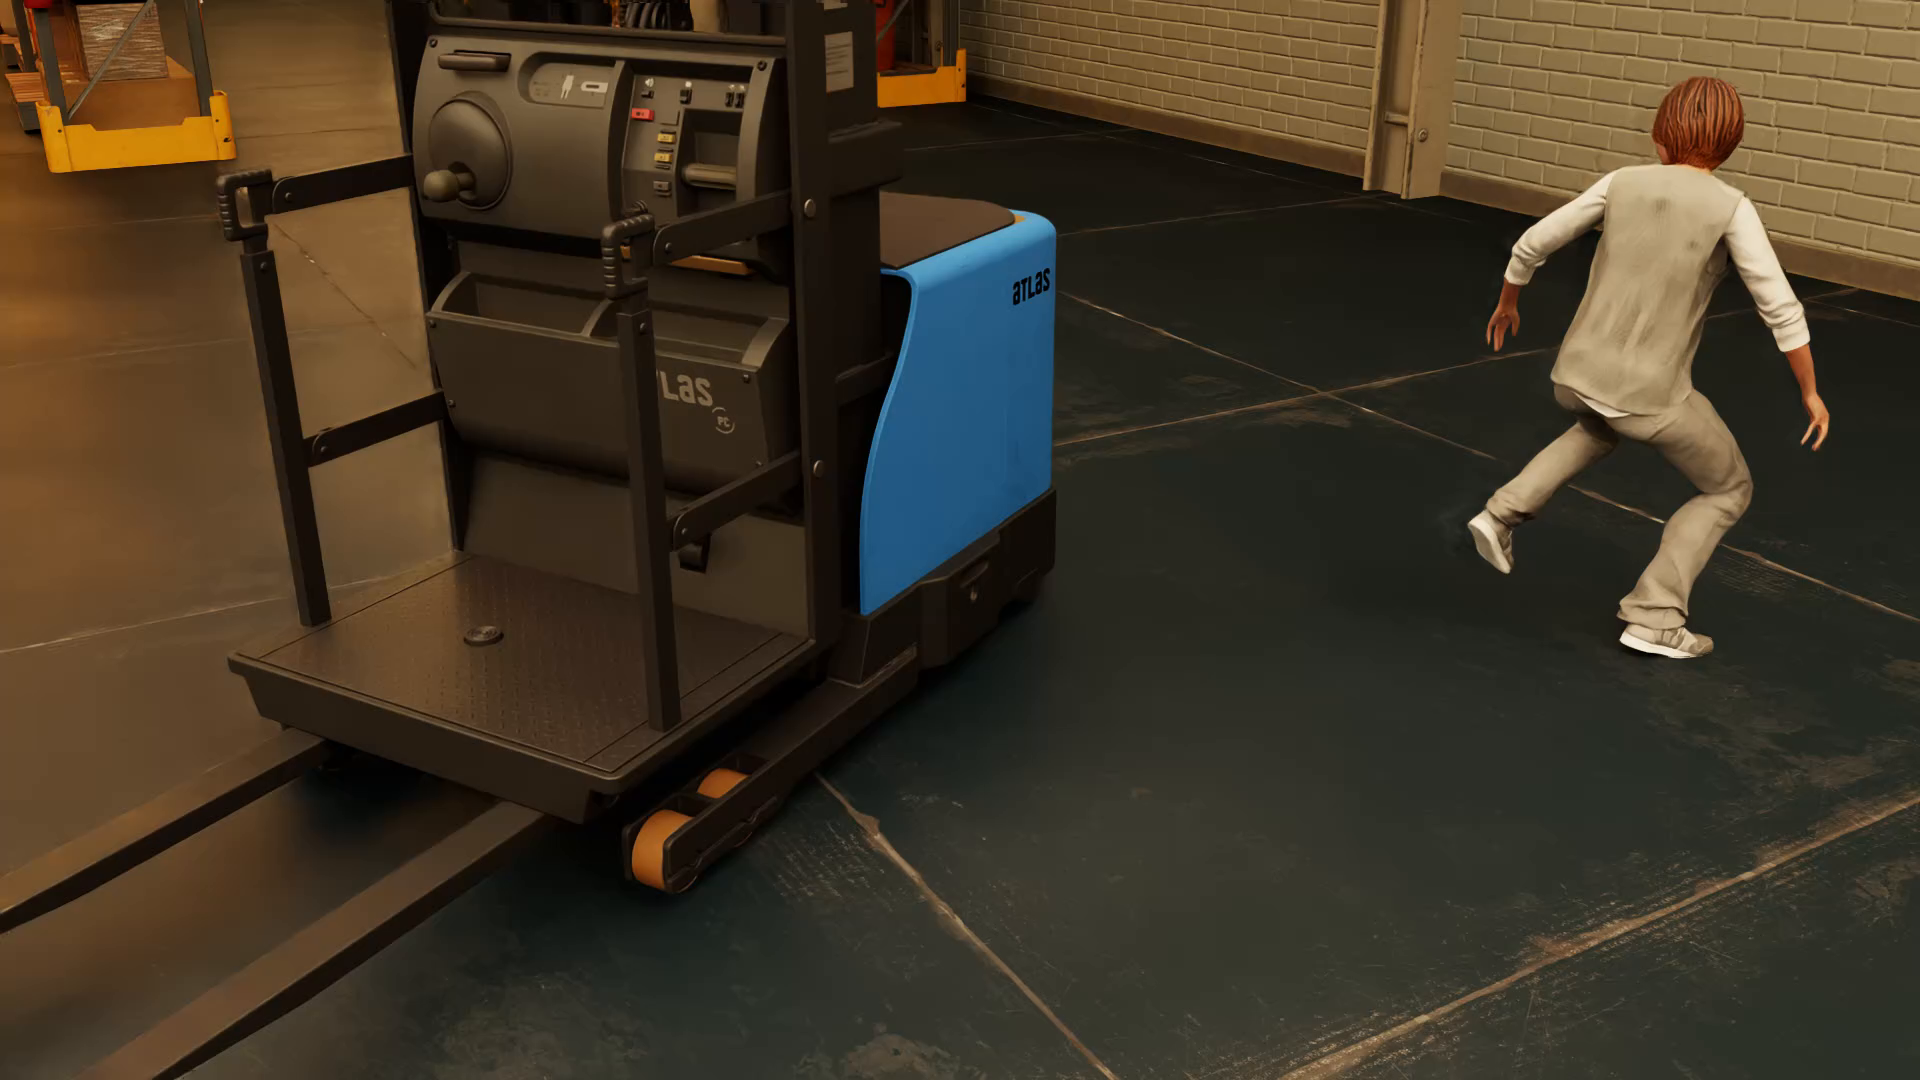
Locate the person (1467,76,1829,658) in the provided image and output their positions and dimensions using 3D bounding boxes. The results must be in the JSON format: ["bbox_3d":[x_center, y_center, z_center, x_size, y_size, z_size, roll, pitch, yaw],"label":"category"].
[{"bbox_3d":[1.764,-0.426,4.278,0.456,1.487,0.845,-14,26,-30],"label":"person"}]

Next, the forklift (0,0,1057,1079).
[{"bbox_3d":[-0.886,-0.834,3.306,1.130,2.935,3.031,12,25,27],"label":"forklift"}]
